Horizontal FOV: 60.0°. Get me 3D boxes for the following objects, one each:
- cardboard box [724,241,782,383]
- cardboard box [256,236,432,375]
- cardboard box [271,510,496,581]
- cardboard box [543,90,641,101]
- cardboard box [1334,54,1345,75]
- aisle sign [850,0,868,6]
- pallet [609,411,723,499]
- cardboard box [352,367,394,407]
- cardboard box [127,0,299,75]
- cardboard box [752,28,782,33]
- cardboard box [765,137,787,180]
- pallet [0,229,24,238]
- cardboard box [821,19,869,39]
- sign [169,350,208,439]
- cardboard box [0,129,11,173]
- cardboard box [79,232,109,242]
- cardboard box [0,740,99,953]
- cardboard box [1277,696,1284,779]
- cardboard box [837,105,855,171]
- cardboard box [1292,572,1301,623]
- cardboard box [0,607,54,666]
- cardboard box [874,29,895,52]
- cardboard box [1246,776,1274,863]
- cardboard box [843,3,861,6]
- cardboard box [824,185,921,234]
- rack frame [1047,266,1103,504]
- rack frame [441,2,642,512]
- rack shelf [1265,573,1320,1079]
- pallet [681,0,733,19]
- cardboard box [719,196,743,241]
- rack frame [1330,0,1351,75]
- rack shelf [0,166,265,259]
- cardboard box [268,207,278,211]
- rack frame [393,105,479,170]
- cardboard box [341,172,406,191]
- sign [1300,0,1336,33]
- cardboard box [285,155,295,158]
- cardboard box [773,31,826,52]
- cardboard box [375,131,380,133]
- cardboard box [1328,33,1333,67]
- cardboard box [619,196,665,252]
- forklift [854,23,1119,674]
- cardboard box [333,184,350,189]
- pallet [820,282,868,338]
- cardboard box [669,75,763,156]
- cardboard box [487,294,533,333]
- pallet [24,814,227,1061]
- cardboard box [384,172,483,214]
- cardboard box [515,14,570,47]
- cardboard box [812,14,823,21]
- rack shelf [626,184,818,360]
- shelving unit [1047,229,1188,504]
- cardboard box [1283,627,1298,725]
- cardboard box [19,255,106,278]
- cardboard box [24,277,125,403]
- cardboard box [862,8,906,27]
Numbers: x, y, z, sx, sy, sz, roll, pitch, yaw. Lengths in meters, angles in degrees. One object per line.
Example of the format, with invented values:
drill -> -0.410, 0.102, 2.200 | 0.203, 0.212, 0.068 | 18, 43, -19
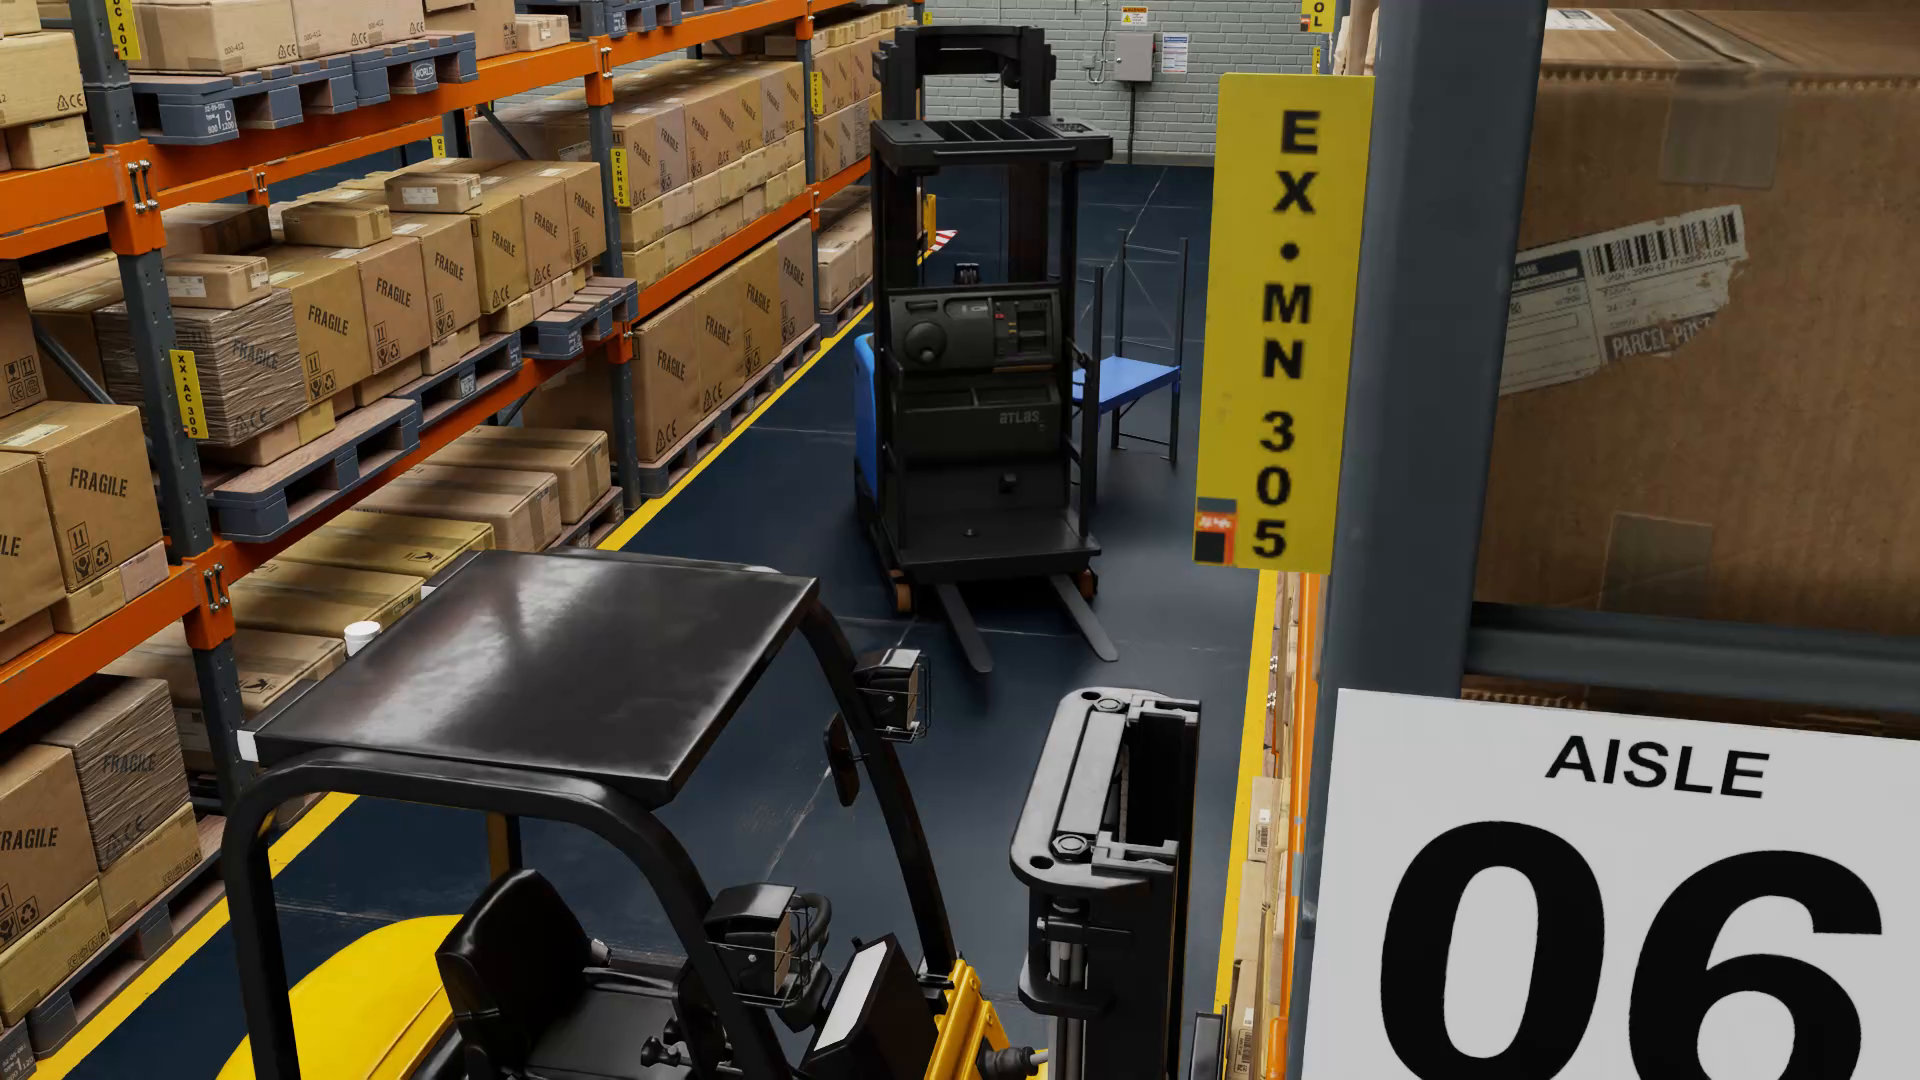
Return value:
cardboard box -> -1.900, -1.731, 12.418 | 0.875, 0.875, 0.875 | 5, 22, 12
cardboard box -> -2.715, -1.051, 7.355 | 0.500, 0.500, 0.500 | 4, 22, 11
cardboard box -> -2.919, 0.155, 8.409 | 0.950, 0.372, 0.625 | 5, 23, 13
cardboard box -> -2.437, -2.711, 11.098 | 0.500, 0.500, 0.500 | 4, 22, 11
cardboard box -> 0.953, -0.833, 3.376 | 0.396, 0.266, 0.258 | 4, 22, 10
aisle sign -> -1.128, -5.803, 16.766 | 0.394, 0.787, 0.004 | 4, 22, 11
pallet -> -2.256, -0.612, 11.090 | 1.003, 0.211, 1.213 | 4, 22, 11
cardboard box -> -2.749, -0.707, 7.368 | 0.380, 0.149, 0.250 | 5, 22, 12
cardboard box -> -2.795, -1.859, 6.079 | 0.500, 0.250, 0.500 | 4, 22, 9
cardboard box -> -1.703, -4.212, 13.956 | 0.380, 0.149, 0.250 | 4, 22, 11
cardboard box -> -1.621, -2.885, 12.532 | 0.500, 0.250, 0.500 | 5, 22, 12
pallet -> -7.316, -2.143, 11.415 | 1.213, 0.211, 1.003 | 4, 22, 11
cardboard box -> -1.027, -4.548, 14.790 | 0.380, 0.149, 0.250 | 5, 22, 11
sign -> -2.774, -0.523, 5.977 | 0.100, 0.325, 0.005 | 4, 22, 11
cardboard box -> -3.211, -1.210, 5.164 | 0.380, 0.149, 0.250 | 5, 22, 12
cardboard box -> -7.057, -2.364, 13.488 | 0.500, 0.250, 0.500 | 5, 22, 12
cardboard box -> -3.267, 0.996, 5.480 | 0.500, 0.500, 0.500 | 5, 22, 12
cardboard box -> 1.117, 0.505, 4.450 | 0.500, 0.500, 0.500 | 5, 22, 12
cardboard box -> -1.216, -3.467, 14.313 | 0.500, 0.500, 0.500 | 5, 22, 11
cardboard box -> 1.036, 0.109, 4.168 | 0.380, 0.149, 0.250 | 5, 22, 12
cardboard box -> -3.248, 0.279, 5.482 | 0.380, 0.149, 0.250 | 5, 22, 11
cardboard box -> -0.906, -4.490, 15.515 | 0.500, 0.500, 0.500 | 4, 22, 11
cardboard box -> 1.147, 0.987, 5.167 | 0.500, 0.250, 0.500 | 4, 22, 10
cardboard box -> -1.202, -5.251, 16.535 | 0.380, 0.149, 0.250 | 5, 22, 12
cardboard box -> -0.895, -3.306, 16.914 | 0.875, 0.438, 0.875 | 4, 22, 9
rack frame -> 0.642, -0.979, 10.278 | 0.500, 1.500, 0.032 | 15, 27, 34
rack frame -> -2.491, -1.623, 9.867 | 1.000, 3.000, 0.127 | 4, 22, 11
rack shelf -> 1.145, -0.109, 3.056 | 1.077, 0.370, 4.000 | 4, 22, 11
pallet -> -2.186, -3.575, 10.953 | 1.003, 0.211, 1.213 | 6, 23, 13
cardboard box -> -1.847, -2.274, 11.686 | 0.500, 0.250, 0.500 | 4, 22, 11
rack frame -> 1.553, -2.565, 4.178 | 1.000, 3.000, 0.127 | 4, 22, 11
rack shelf -> -6.949, -2.361, 12.663 | 1.077, 0.370, 4.000 | 4, 22, 11
cardboard box -> -6.572, -3.107, 16.011 | 0.380, 0.149, 0.250 | 3, 22, 8
rack frame -> -5.725, -4.889, 17.977 | 1.000, 3.000, 0.127 | 4, 22, 11
cardboard box -> -2.909, -1.664, 8.875 | 0.500, 0.500, 0.500 | 6, 23, 14
sign -> 1.020, -1.598, 4.677 | 0.100, 0.325, 0.005 | 4, 22, 11
cardboard box -> -6.183, -3.488, 14.835 | 0.380, 0.149, 0.250 | 5, 22, 12
cardboard box -> -1.320, -4.087, 13.646 | 0.380, 0.149, 0.250 | 5, 22, 12
cardboard box -> -5.902, -4.069, 16.277 | 0.380, 0.149, 0.250 | 5, 22, 12
cardboard box -> 1.462, -1.657, 5.361 | 0.500, 0.311, 0.500 | 4, 22, 9
cardboard box -> -2.146, -1.951, 10.215 | 0.500, 0.250, 0.500 | 4, 22, 11
forklift -> 0.128, -1.115, 8.699 | 1.130, 2.935, 3.031 | -4, 22, -10
cardboard box -> -6.249, -3.582, 17.190 | 0.380, 0.149, 0.250 | 3, 22, 8
pallet -> -1.443, -2.064, 14.696 | 1.003, 0.211, 1.213 | 4, 22, 11
cardboard box -> -1.741, -3.039, 11.913 | 0.500, 0.500, 0.500 | 5, 23, 13
cardboard box -> -2.421, -1.171, 8.519 | 0.380, 0.149, 0.250 | 5, 22, 12
pallet -> -3.410, 1.382, 6.139 | 1.003, 0.211, 1.213 | 4, 22, 11
cardboard box -> -2.549, -1.683, 8.054 | 0.380, 0.149, 0.250 | 3, 22, 8
cardboard box -> -2.350, -2.766, 9.028 | 0.380, 0.149, 0.250 | 4, 22, 11
cardboard box -> -1.481, -4.777, 15.360 | 0.380, 0.149, 0.250 | 5, 22, 11
rack shelf -> -2.083, -2.020, 11.818 | 1.077, 0.370, 4.000 | 4, 22, 11
shelving unit -> 0.945, -1.132, 10.656 | 0.538, 1.500, 1.048 | 15, 27, 34
cardboard box -> 0.975, 0.339, 3.994 | 0.380, 0.149, 0.250 | 4, 22, 10
cardboard box -> -6.763, -1.945, 12.448 | 0.500, 0.250, 0.500 | 5, 22, 11
cardboard box -> -3.438, -0.725, 6.545 | 0.500, 0.500, 0.500 | 4, 22, 10
cardboard box -> -0.734, -5.017, 15.956 | 0.380, 0.149, 0.250 | 4, 22, 10
